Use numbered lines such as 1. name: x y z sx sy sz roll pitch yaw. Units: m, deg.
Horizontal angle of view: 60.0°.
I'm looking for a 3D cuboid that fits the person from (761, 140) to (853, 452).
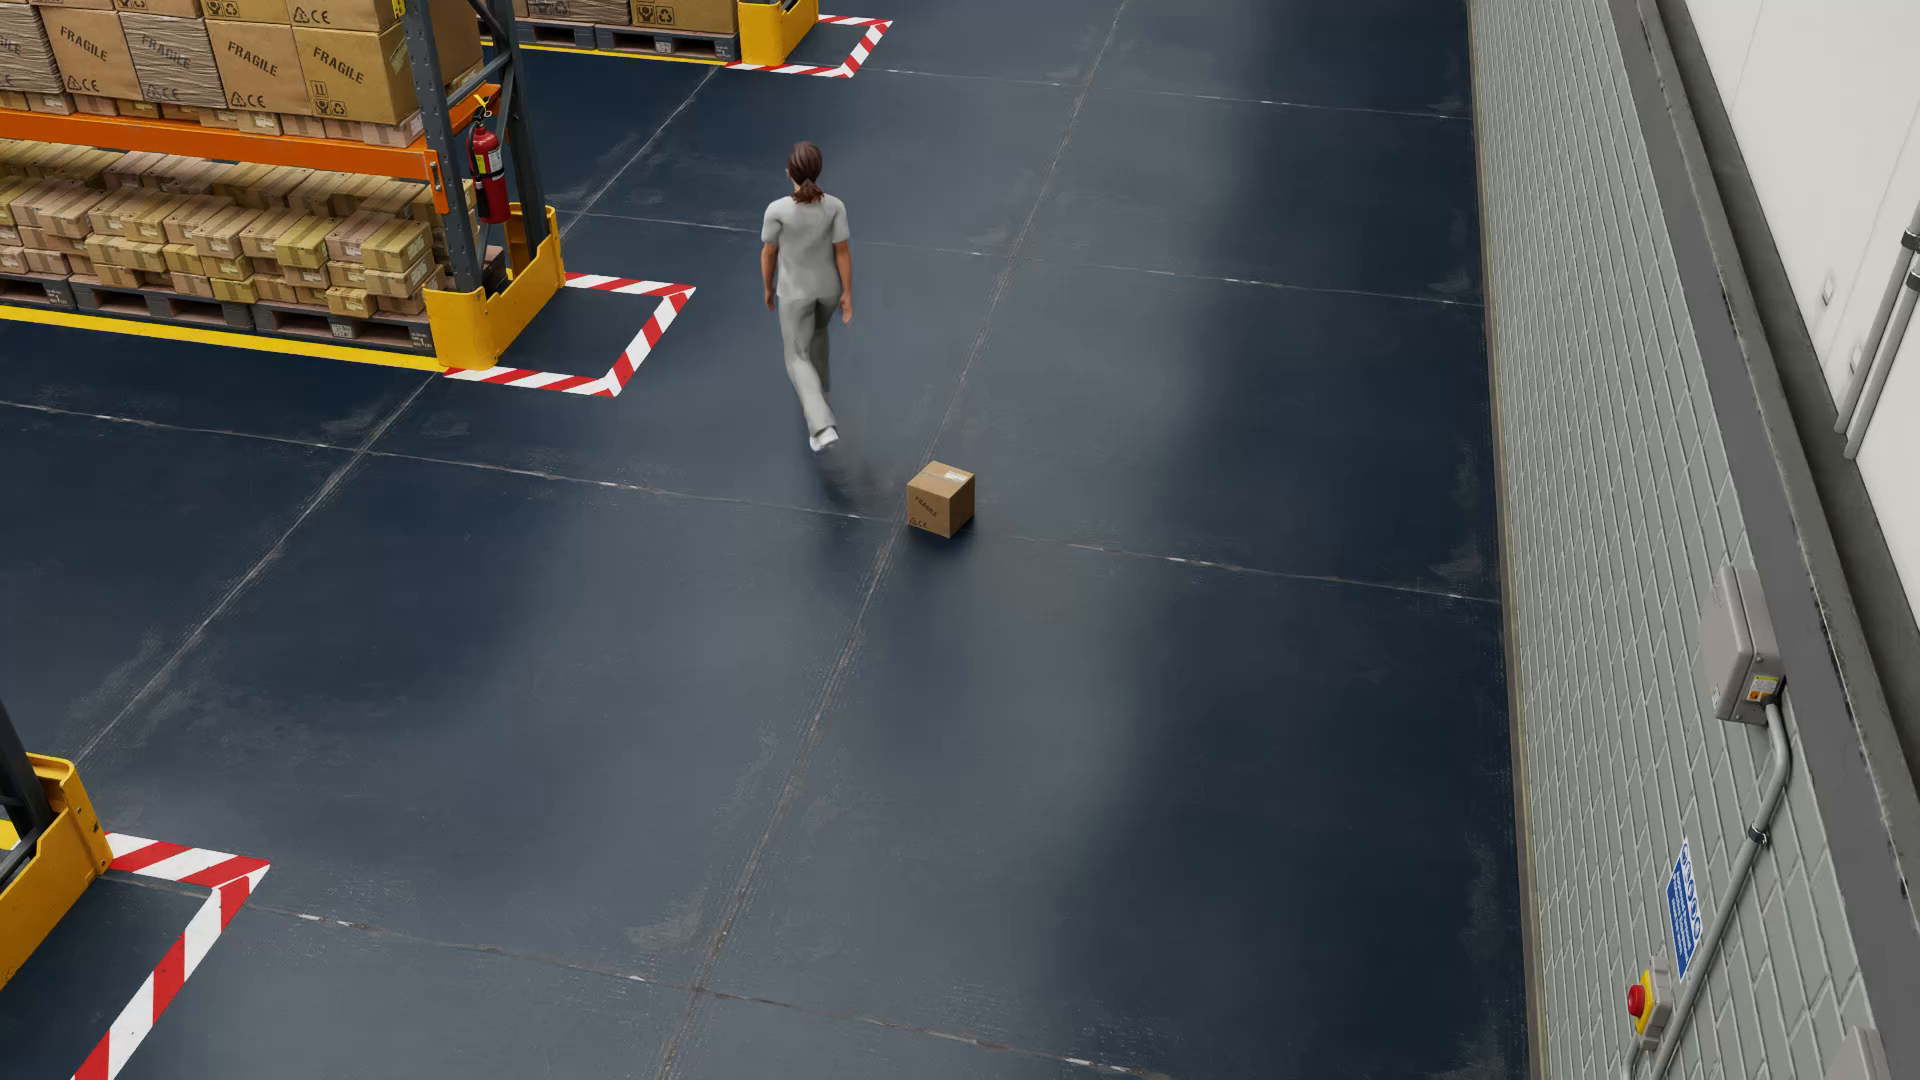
1. person: -0.776 -1.280 8.672 0.447 1.615 0.995 -13 39 -17
